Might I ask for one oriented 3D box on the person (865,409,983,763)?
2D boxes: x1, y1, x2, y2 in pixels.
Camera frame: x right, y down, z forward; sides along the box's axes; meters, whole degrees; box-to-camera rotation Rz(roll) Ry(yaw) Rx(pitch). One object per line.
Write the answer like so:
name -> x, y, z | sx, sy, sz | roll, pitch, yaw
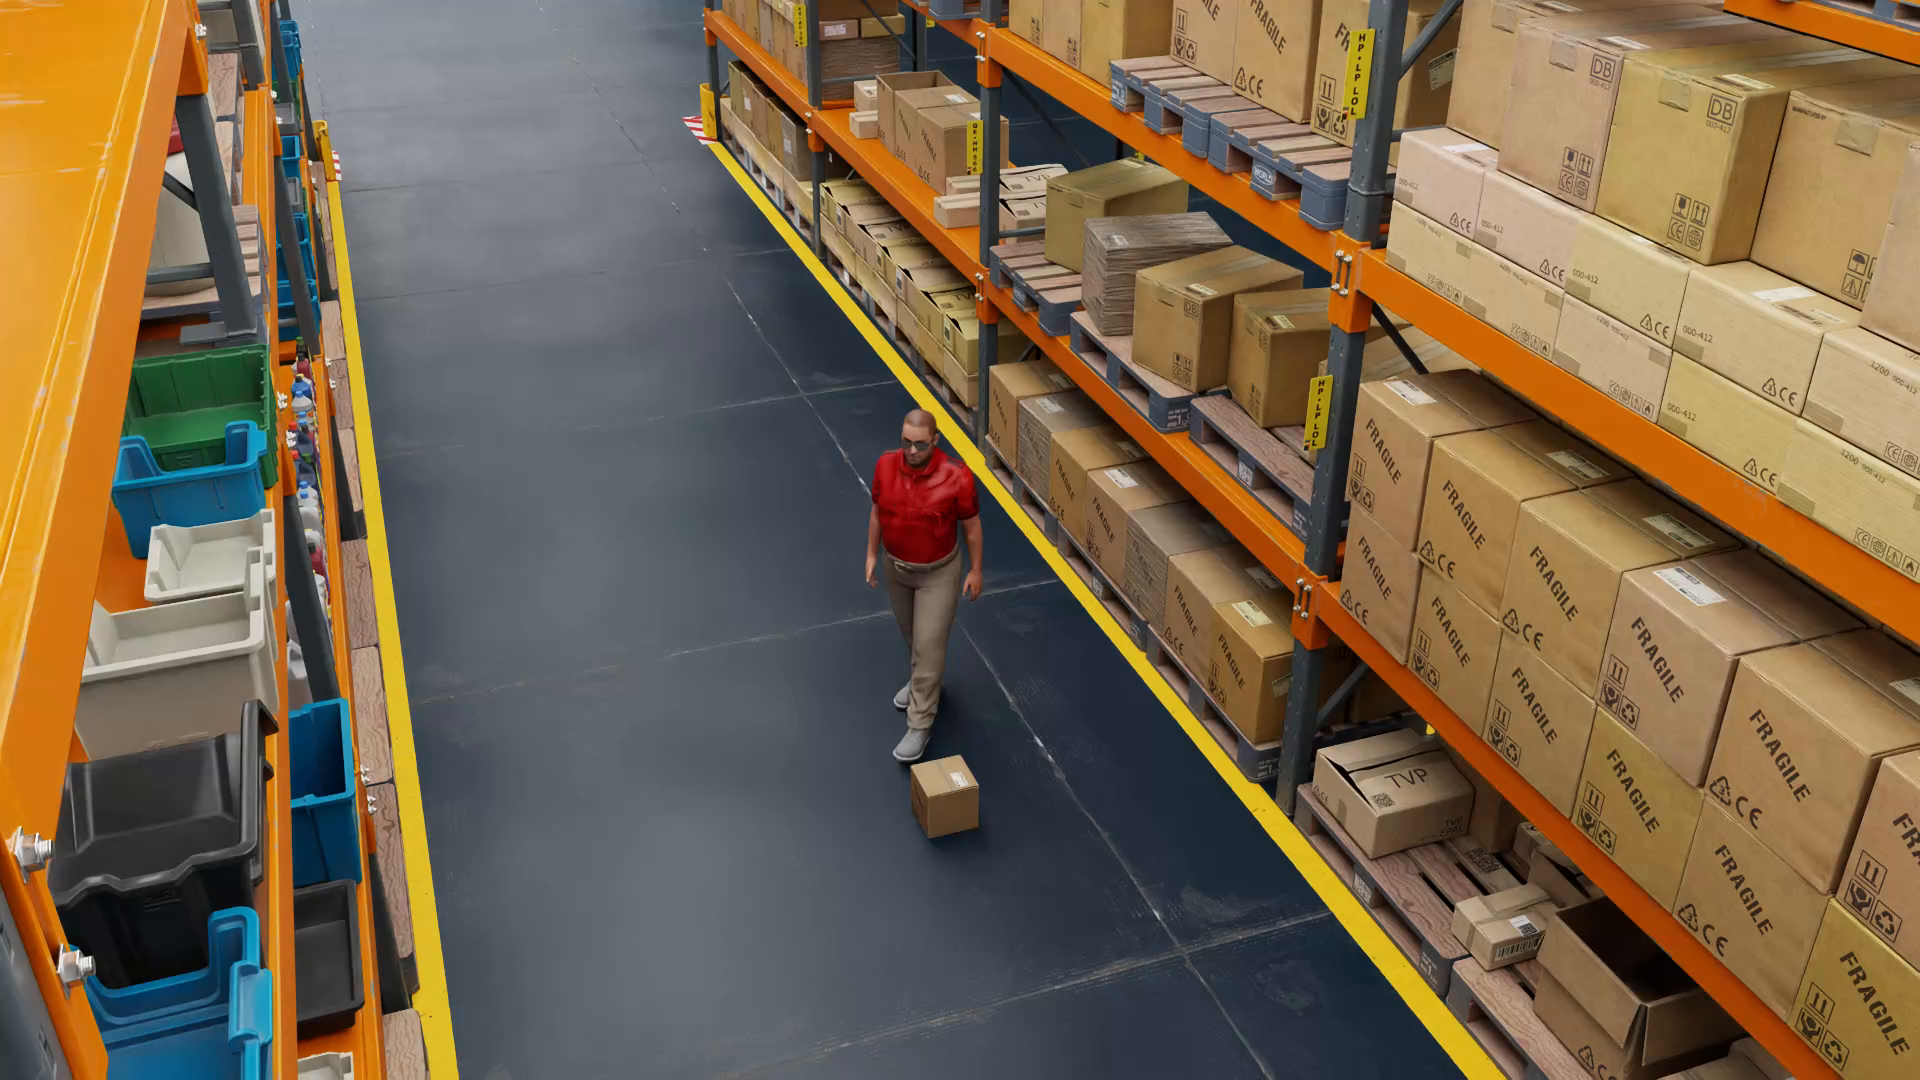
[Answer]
person -> -0.253, 0.188, 8.025 | 0.584, 1.715, 0.780 | 15, 33, 24
